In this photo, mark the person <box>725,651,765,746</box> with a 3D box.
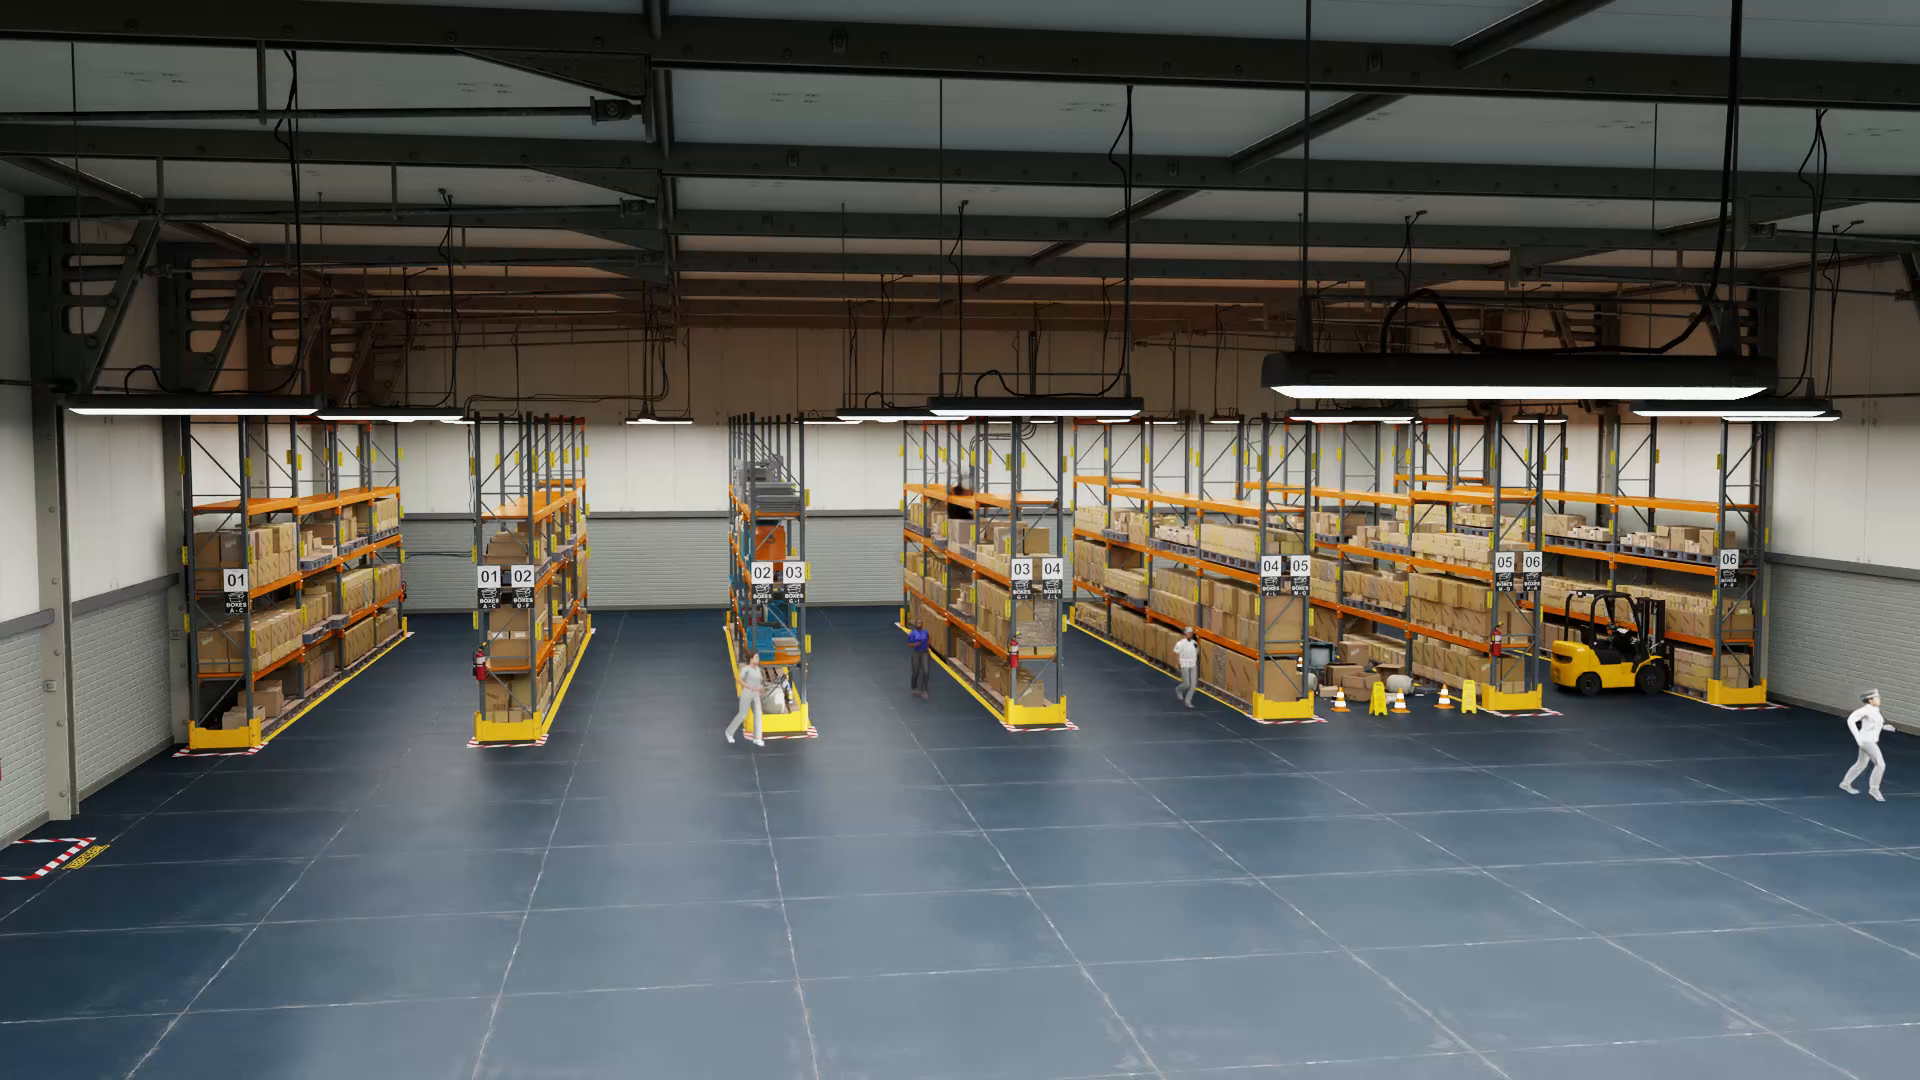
[{"bbox_3d":[-3.744,2.858,29.967,0.917,1.589,0.633,3,5,39],"label":"person"}]

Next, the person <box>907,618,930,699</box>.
[{"bbox_3d":[-0.854,2.511,35.206,0.556,1.701,0.714,-1,4,-17],"label":"person"}]

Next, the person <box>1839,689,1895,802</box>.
[{"bbox_3d":[13.981,3.145,25.625,0.744,1.748,0.600,3,5,38],"label":"person"}]

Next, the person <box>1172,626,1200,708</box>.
[{"bbox_3d":[4.651,2.585,34.039,0.591,1.649,0.575,-1,4,-20],"label":"person"}]
